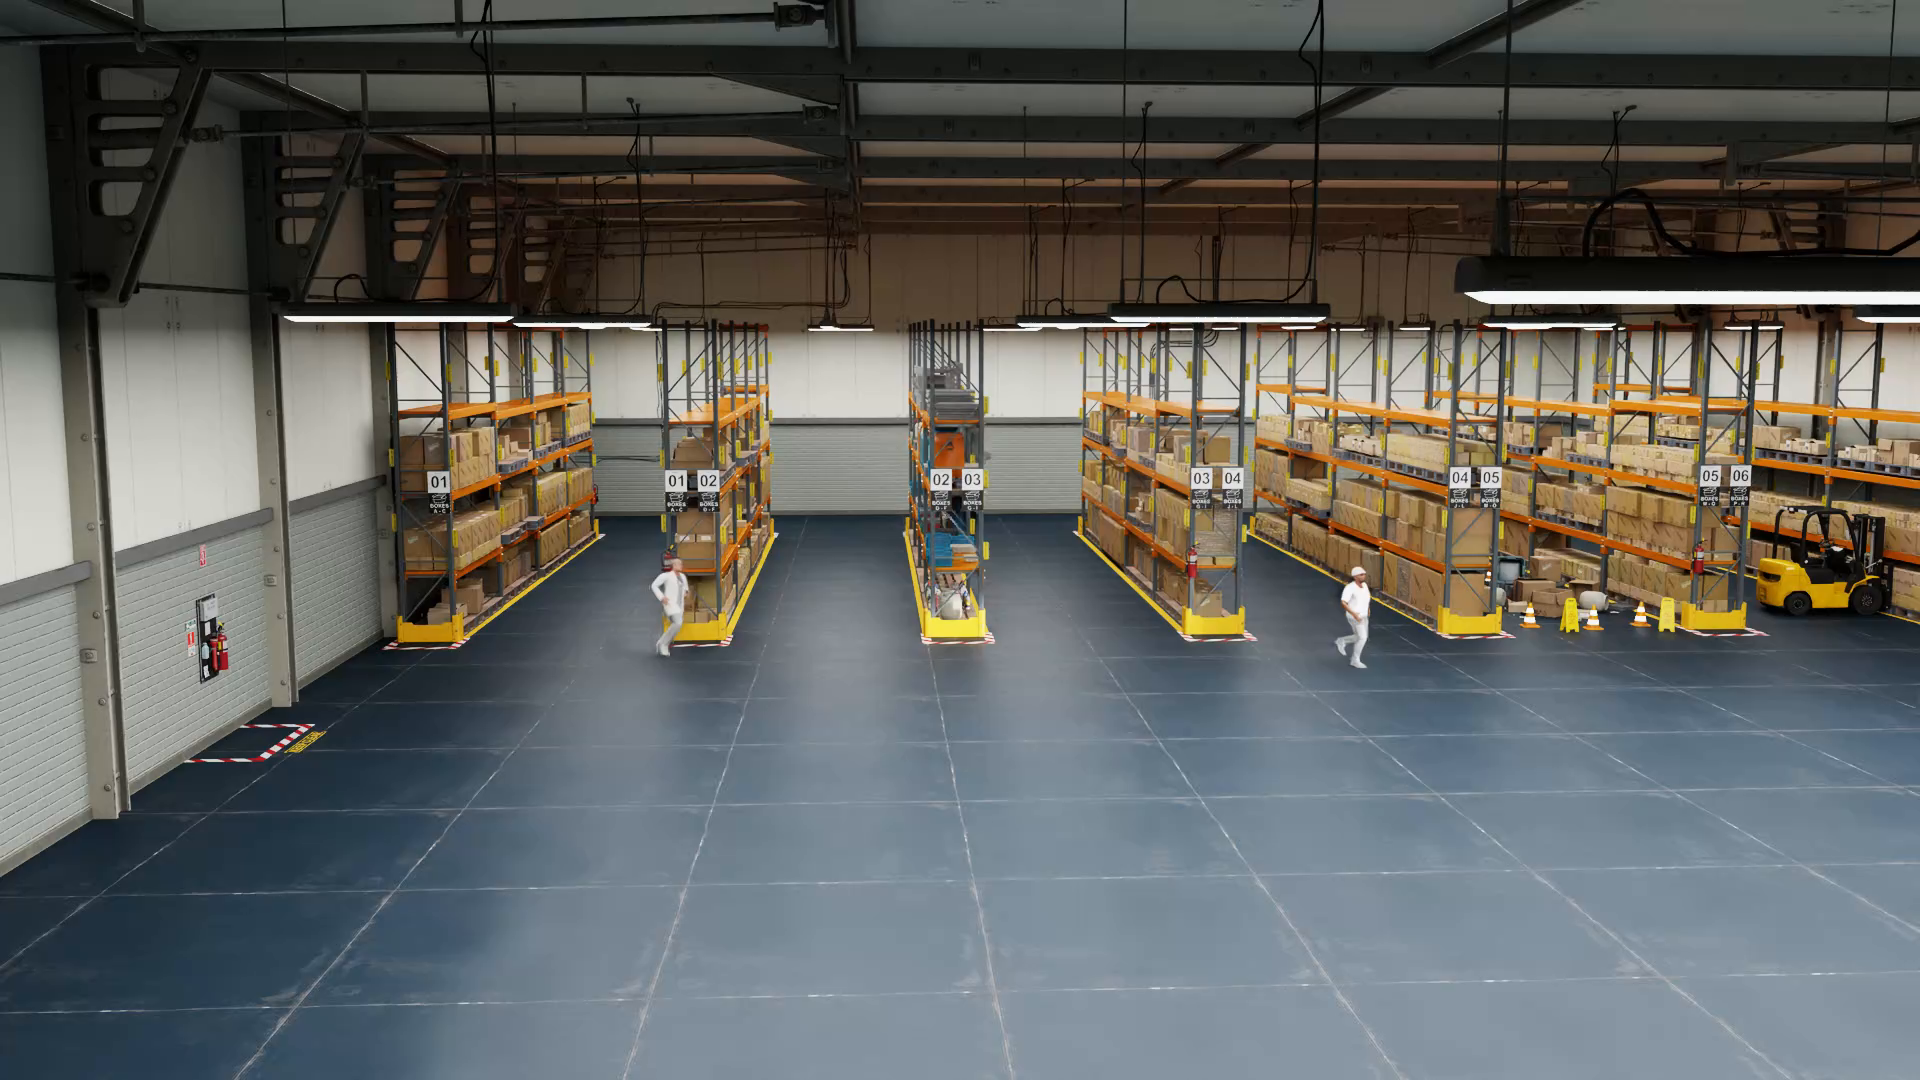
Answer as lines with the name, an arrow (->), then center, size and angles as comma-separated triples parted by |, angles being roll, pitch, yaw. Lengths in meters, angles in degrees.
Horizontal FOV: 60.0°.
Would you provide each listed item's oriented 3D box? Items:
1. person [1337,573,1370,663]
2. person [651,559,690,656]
person -> 6.805, 1.402, 28.824 | 0.604, 1.429, 0.685 | 7, 10, 44
person -> -5.111, 1.196, 29.817 | 0.633, 1.702, 0.784 | 5, 9, 36
